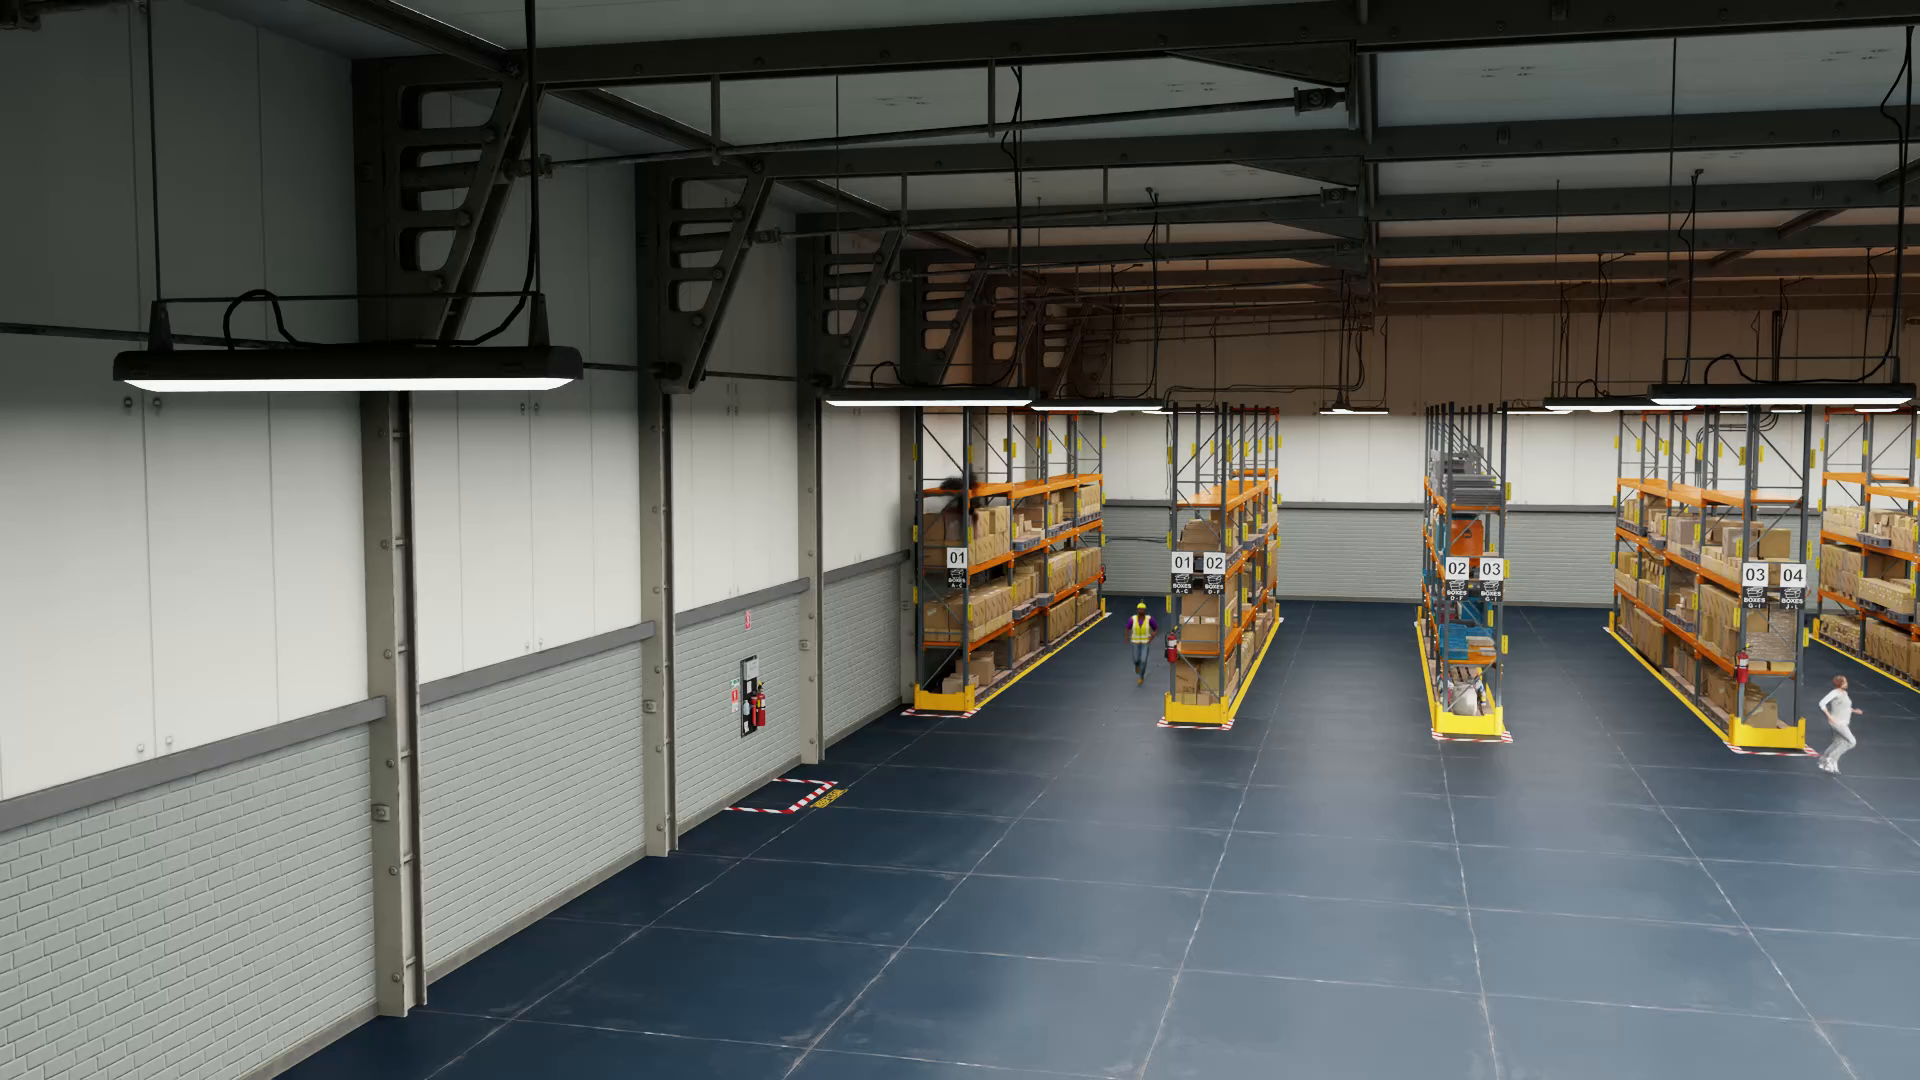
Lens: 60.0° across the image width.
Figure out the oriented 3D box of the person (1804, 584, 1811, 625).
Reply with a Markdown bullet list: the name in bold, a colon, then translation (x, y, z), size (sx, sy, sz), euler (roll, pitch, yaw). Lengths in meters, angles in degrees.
- **person**: translation (22.254, 1.650, 44.311), size (0.844, 1.610, 0.667), euler (1, 4, 12)

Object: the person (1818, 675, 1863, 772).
- **person**: translation (14.124, 2.950, 26.666), size (0.631, 1.561, 0.508), euler (4, 6, 44)

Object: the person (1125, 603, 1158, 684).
- **person**: translation (3.925, 2.222, 35.960), size (0.716, 1.733, 0.583), euler (1, 4, 11)
